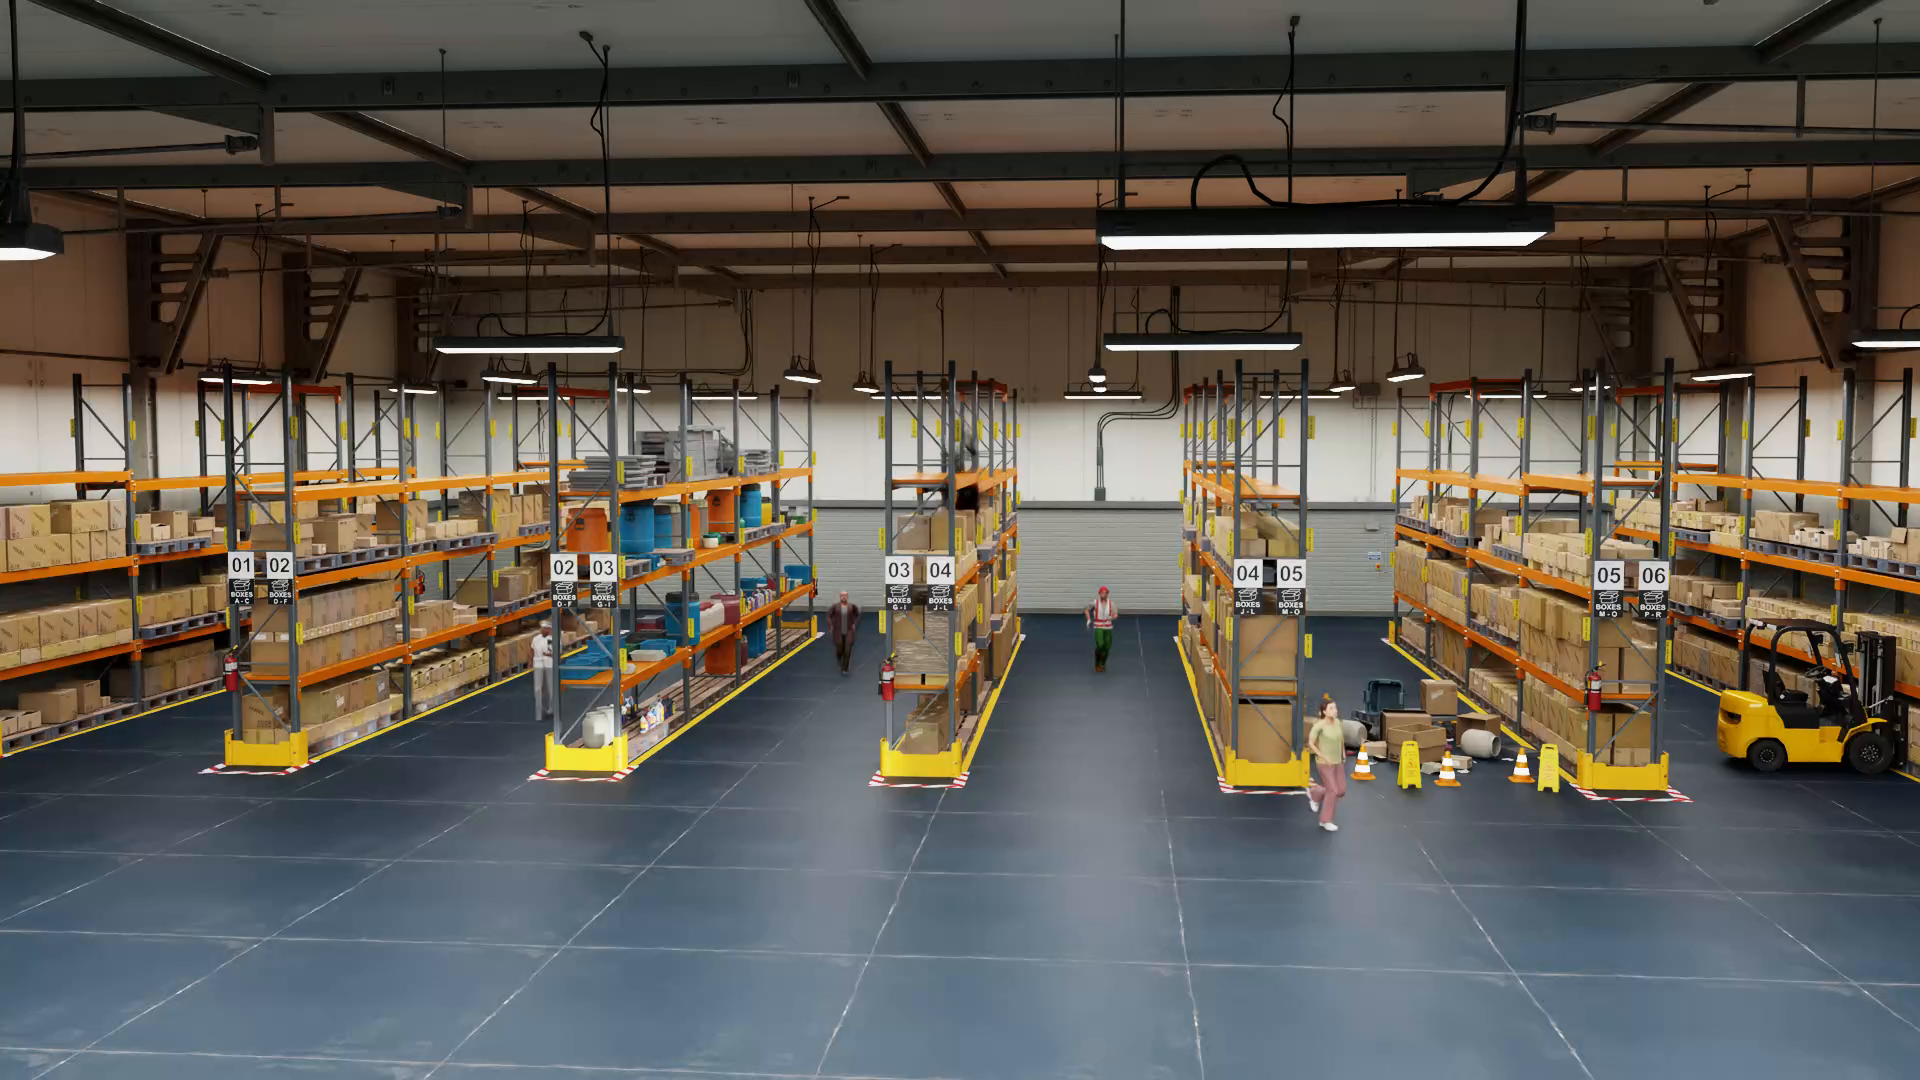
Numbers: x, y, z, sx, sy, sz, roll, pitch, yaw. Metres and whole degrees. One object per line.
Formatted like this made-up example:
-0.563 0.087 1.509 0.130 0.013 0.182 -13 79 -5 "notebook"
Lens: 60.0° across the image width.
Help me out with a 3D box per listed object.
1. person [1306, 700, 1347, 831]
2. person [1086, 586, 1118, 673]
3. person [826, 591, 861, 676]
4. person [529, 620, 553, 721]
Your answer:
4.605 2.813 21.000 0.599 1.646 0.615 -2 4 -31 "person"
2.951 1.852 34.313 0.641 1.785 0.702 -1 4 -8 "person"
-2.379 1.902 34.119 0.712 1.736 0.624 -1 4 -8 "person"
-7.221 2.259 28.927 0.549 1.760 0.763 0 4 -7 "person"
